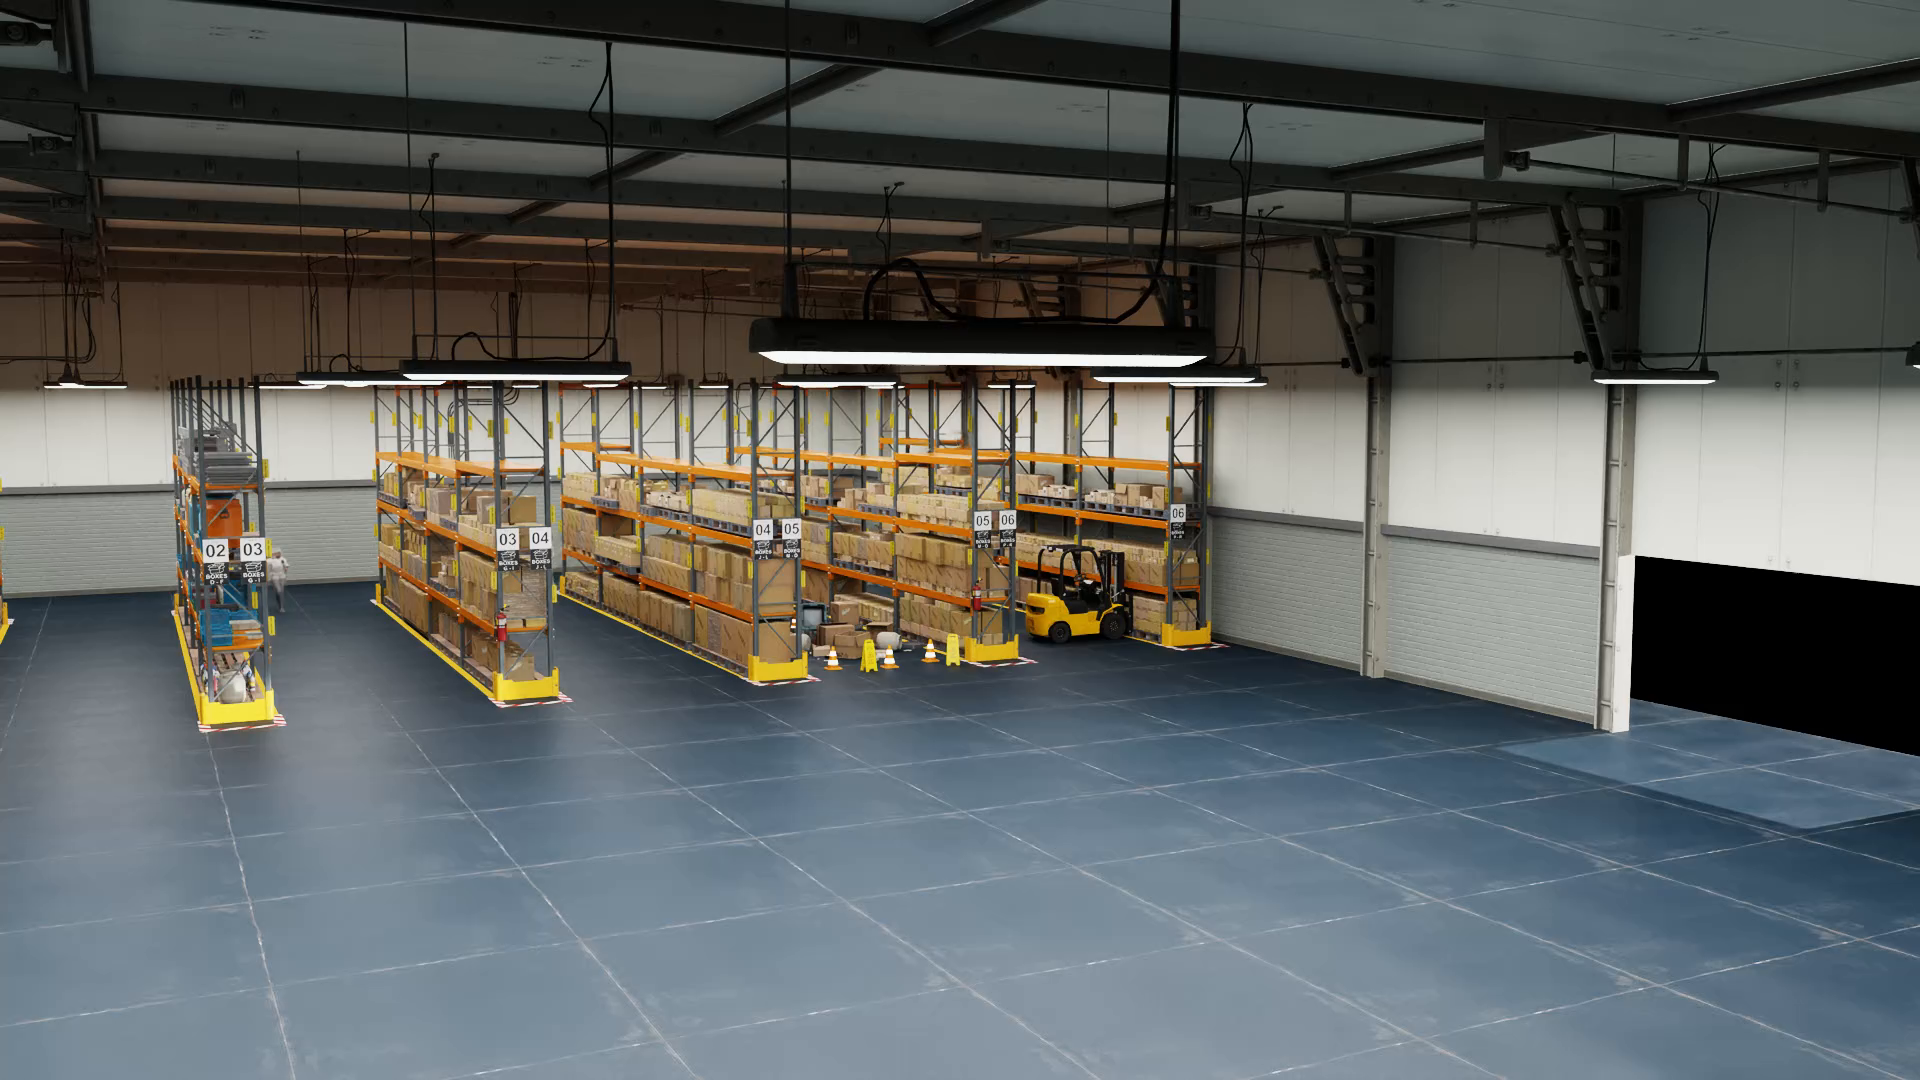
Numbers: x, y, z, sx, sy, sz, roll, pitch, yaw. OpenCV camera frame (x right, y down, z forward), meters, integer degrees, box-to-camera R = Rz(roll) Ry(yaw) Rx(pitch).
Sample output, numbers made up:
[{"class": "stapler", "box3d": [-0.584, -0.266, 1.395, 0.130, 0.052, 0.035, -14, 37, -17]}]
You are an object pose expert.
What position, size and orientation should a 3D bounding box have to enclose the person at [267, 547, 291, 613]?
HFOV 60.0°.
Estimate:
[{"class": "person", "box3d": [-17.762, 1.039, 43.248, 0.642, 1.733, 0.834, -5, 7, -42]}]
